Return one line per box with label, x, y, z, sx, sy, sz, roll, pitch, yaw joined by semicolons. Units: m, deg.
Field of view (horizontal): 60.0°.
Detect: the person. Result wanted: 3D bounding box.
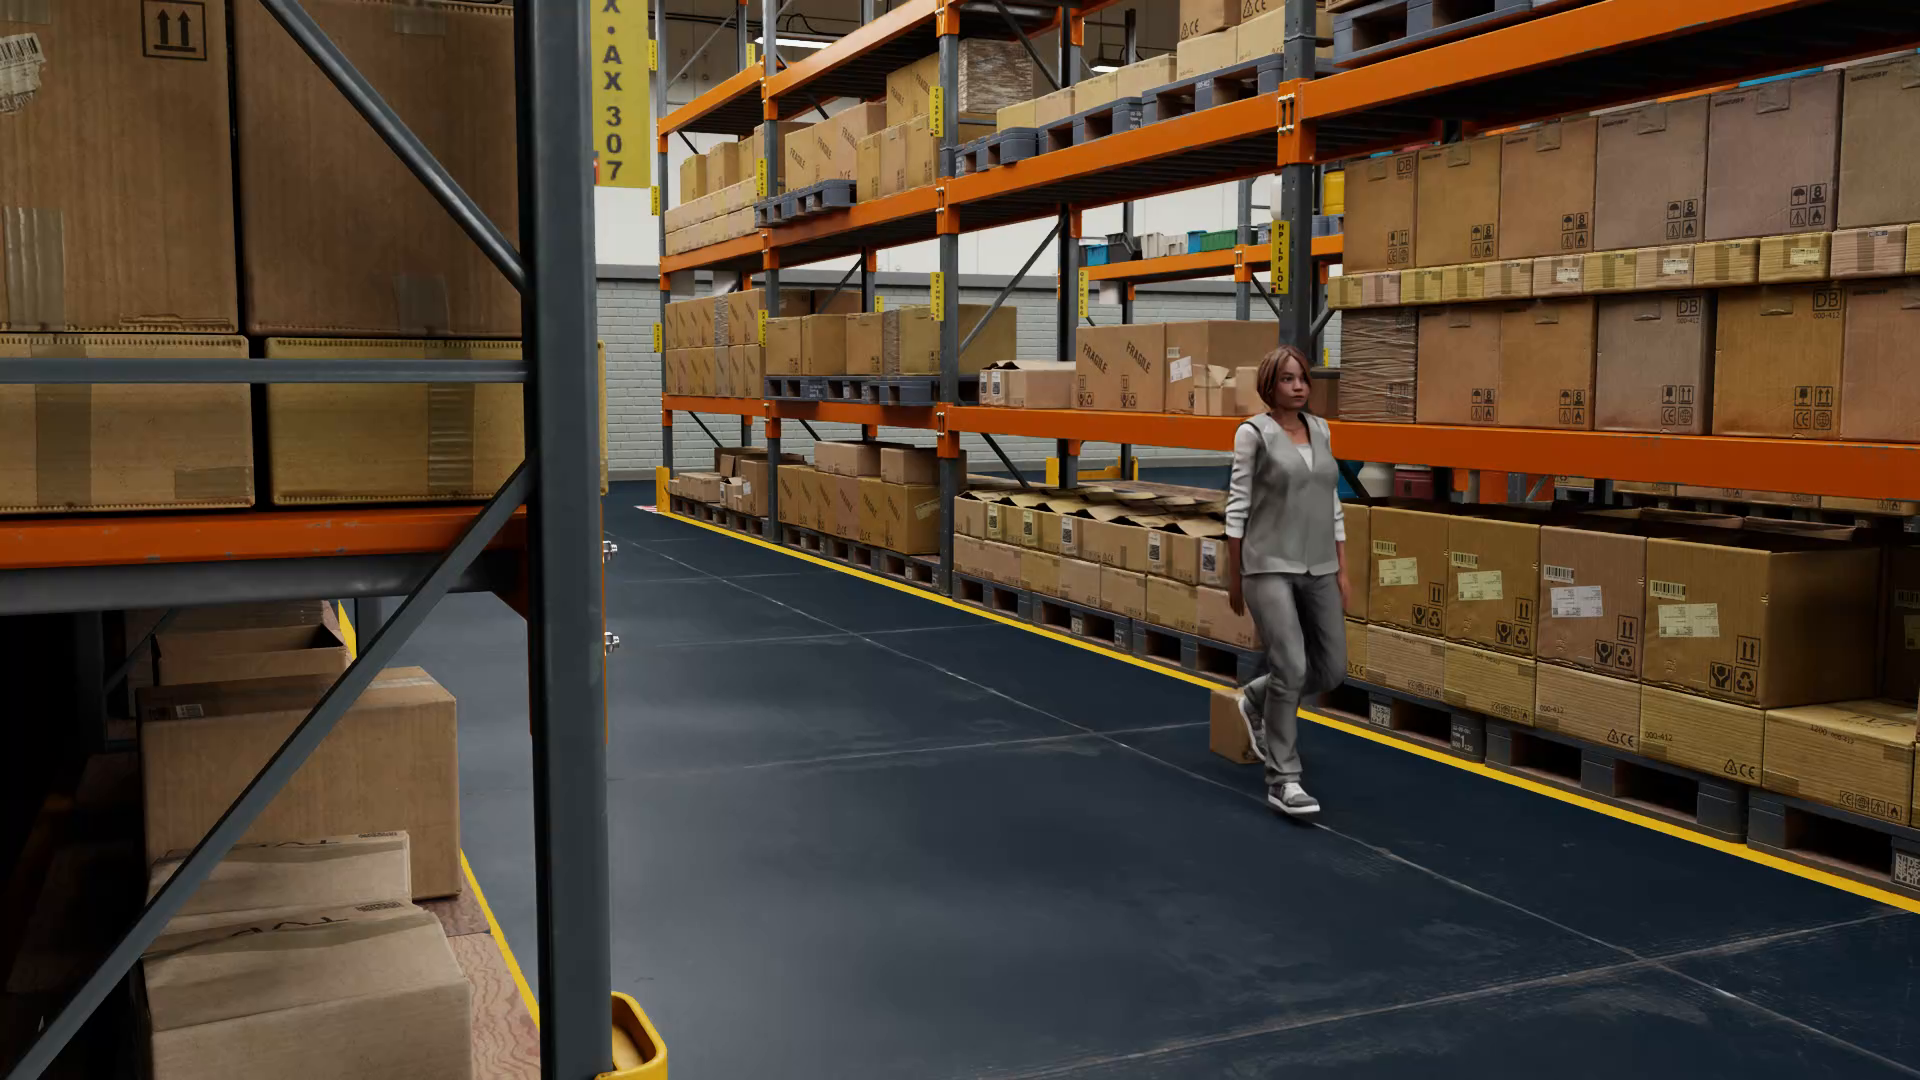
person;1.114;0.118;5.779;0.419;1.581;0.624;-2;6;-24
